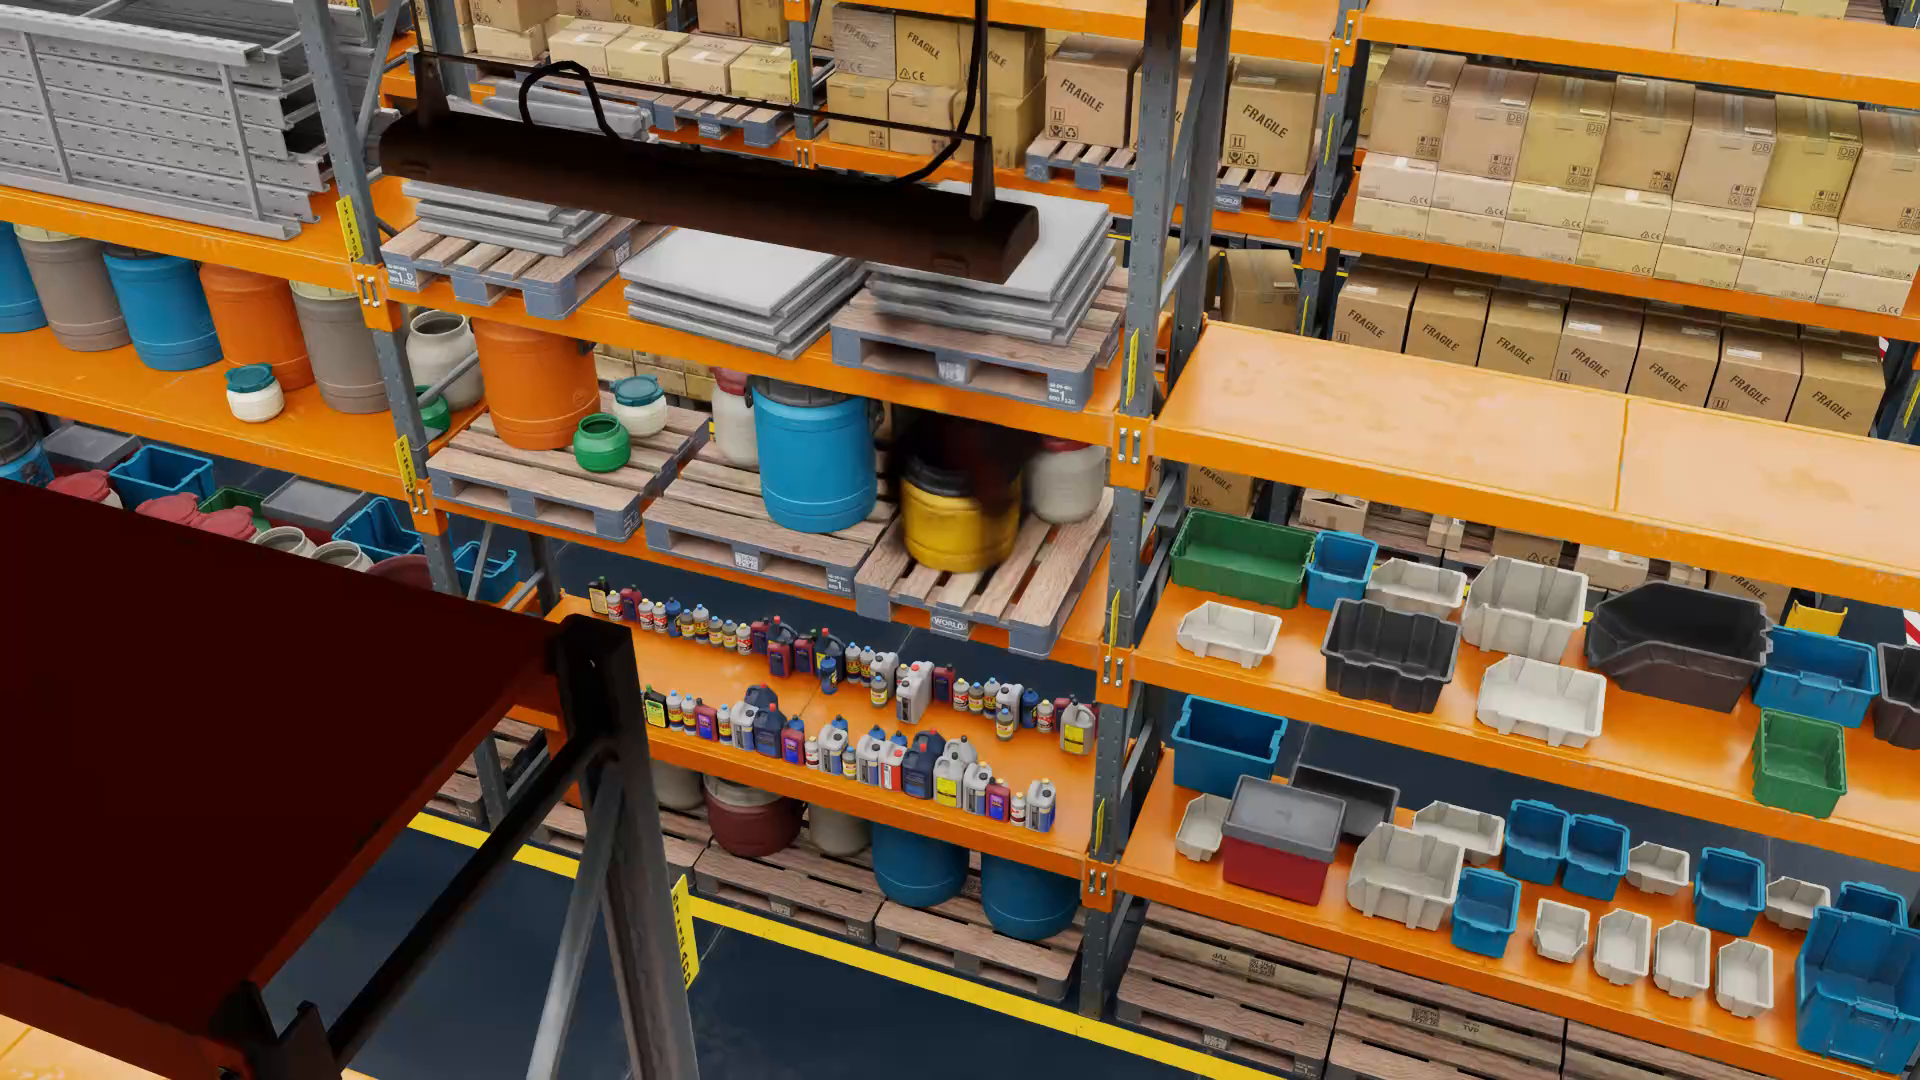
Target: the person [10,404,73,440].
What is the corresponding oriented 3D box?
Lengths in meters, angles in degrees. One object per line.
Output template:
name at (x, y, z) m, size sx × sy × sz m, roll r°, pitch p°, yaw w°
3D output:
person at (-7.642, -1.246, 13.705) m, size 0.970 × 1.613 × 0.592 m, roll 7°, pitch 37°, yaw 9°
